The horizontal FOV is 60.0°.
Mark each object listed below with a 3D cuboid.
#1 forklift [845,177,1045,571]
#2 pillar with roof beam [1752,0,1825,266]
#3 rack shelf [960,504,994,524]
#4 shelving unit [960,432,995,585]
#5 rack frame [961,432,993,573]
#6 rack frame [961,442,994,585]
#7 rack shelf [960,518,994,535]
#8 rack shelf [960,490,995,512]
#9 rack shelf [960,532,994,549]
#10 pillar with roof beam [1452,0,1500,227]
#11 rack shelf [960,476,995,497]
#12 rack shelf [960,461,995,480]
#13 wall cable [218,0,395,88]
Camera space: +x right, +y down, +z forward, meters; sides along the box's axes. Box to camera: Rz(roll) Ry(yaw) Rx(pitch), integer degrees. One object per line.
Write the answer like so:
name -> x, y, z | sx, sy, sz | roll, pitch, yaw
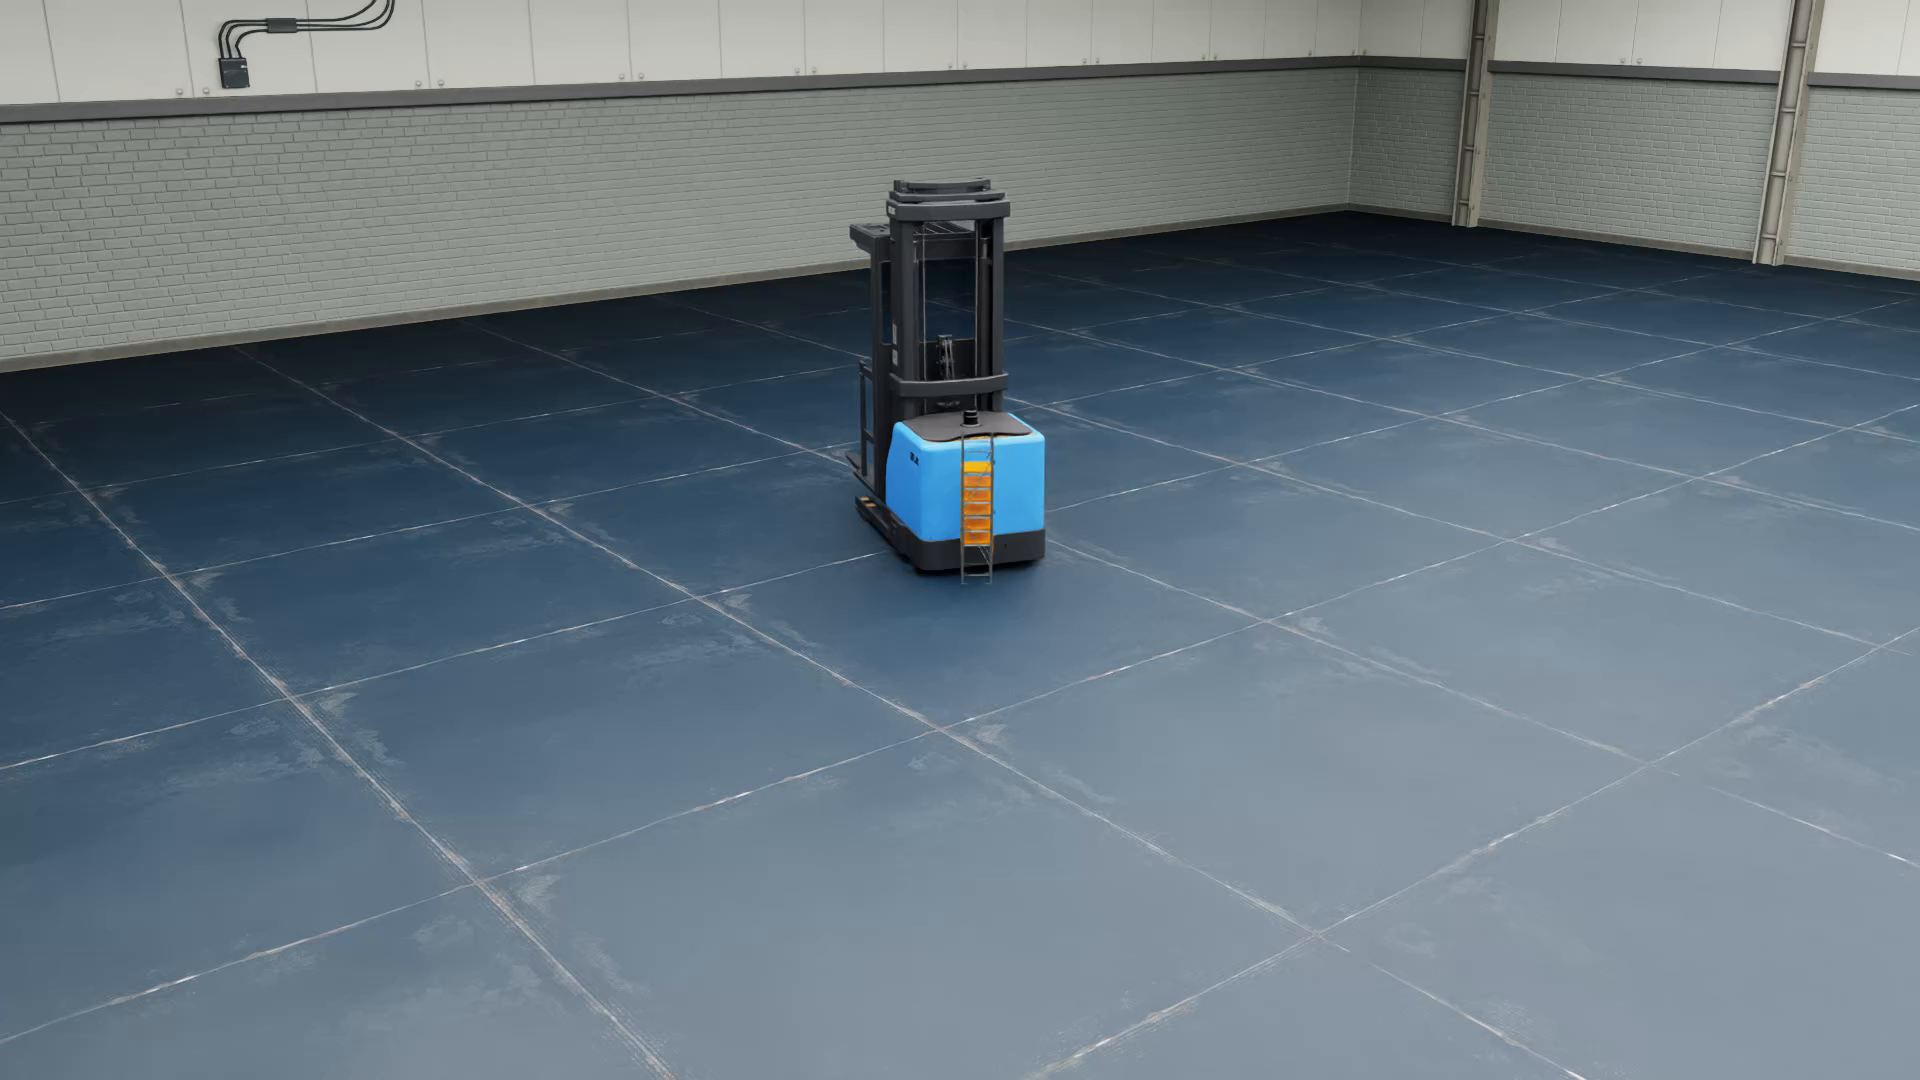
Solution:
forklift -> -0.274, -1.579, 13.968 | 1.130, 2.935, 3.031 | -6, 19, -18
pillar with roof beam -> 10.159, -8.063, 23.898 | 9.100, 9.000, 0.400 | -14, 23, -36
rack shelf -> 0.129, -0.193, 12.652 | 0.258, 0.103, 0.180 | 0, 27, -1
shelving unit -> 0.130, -0.233, 12.632 | 0.258, 1.200, 0.189 | 0, 27, -1
rack frame -> 0.128, -0.275, 12.713 | 0.240, 1.200, 0.006 | 0, 27, -1
rack frame -> 0.131, -0.191, 12.551 | 0.240, 1.200, 0.006 | 0, 27, -1
rack shelf -> 0.129, -0.087, 12.707 | 0.258, 0.103, 0.180 | 0, 27, -1
rack shelf -> 0.130, -0.300, 12.598 | 0.258, 0.103, 0.180 | 0, 27, -1
rack shelf -> 0.129, 0.020, 12.762 | 0.258, 0.103, 0.180 | 0, 27, -1
pillar with roof beam -> 6.433, -9.542, 28.363 | 9.100, 9.000, 0.400 | -14, 23, -36
rack shelf -> 0.130, -0.407, 12.543 | 0.258, 0.103, 0.180 | 0, 27, -1
rack shelf -> 0.130, -0.514, 12.488 | 0.258, 0.103, 0.180 | 0, 27, -1
wall cable -> -8.225, -8.681, 20.354 | 2.305, 6.003, 0.169 | -14, 23, -36
